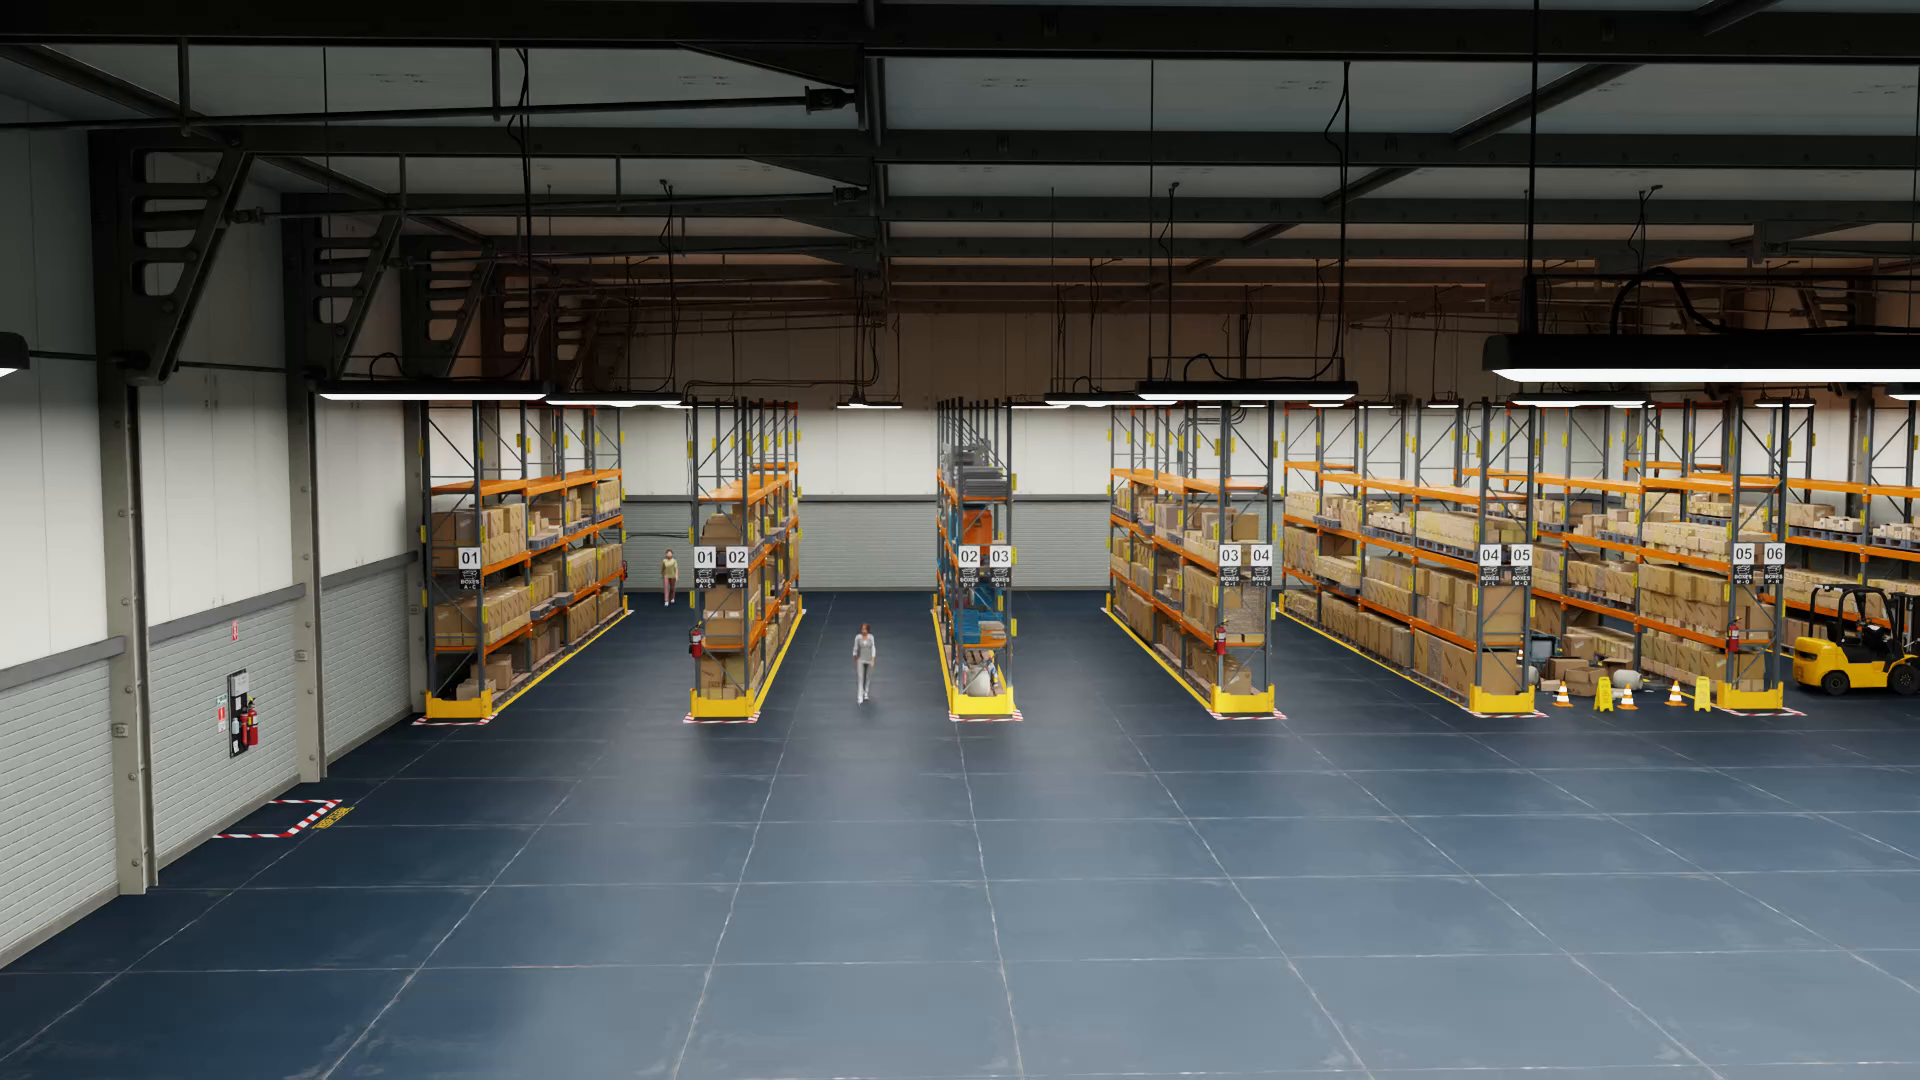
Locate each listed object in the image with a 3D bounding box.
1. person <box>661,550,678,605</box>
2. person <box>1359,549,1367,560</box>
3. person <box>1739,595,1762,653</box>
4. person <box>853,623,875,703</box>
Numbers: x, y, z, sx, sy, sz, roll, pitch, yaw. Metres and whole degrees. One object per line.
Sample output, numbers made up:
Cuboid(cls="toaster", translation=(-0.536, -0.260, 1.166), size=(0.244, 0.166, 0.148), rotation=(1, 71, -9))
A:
Cuboid(cls="person", translation=(-8.602, 1.100, 49.219), size=(0.508, 1.609, 1.058), rotation=(0, 4, -5))
Cuboid(cls="person", translation=(11.672, 1.083, 48.592), size=(1.067, 1.716, 0.564), rotation=(1, 5, 13))
Cuboid(cls="person", translation=(17.232, 2.070, 36.107), size=(0.524, 1.828, 0.563), rotation=(-1, 4, -8))
Cuboid(cls="person", translation=(-1.877, 2.408, 32.665), size=(0.442, 1.540, 0.944), rotation=(-1, 5, -15))
